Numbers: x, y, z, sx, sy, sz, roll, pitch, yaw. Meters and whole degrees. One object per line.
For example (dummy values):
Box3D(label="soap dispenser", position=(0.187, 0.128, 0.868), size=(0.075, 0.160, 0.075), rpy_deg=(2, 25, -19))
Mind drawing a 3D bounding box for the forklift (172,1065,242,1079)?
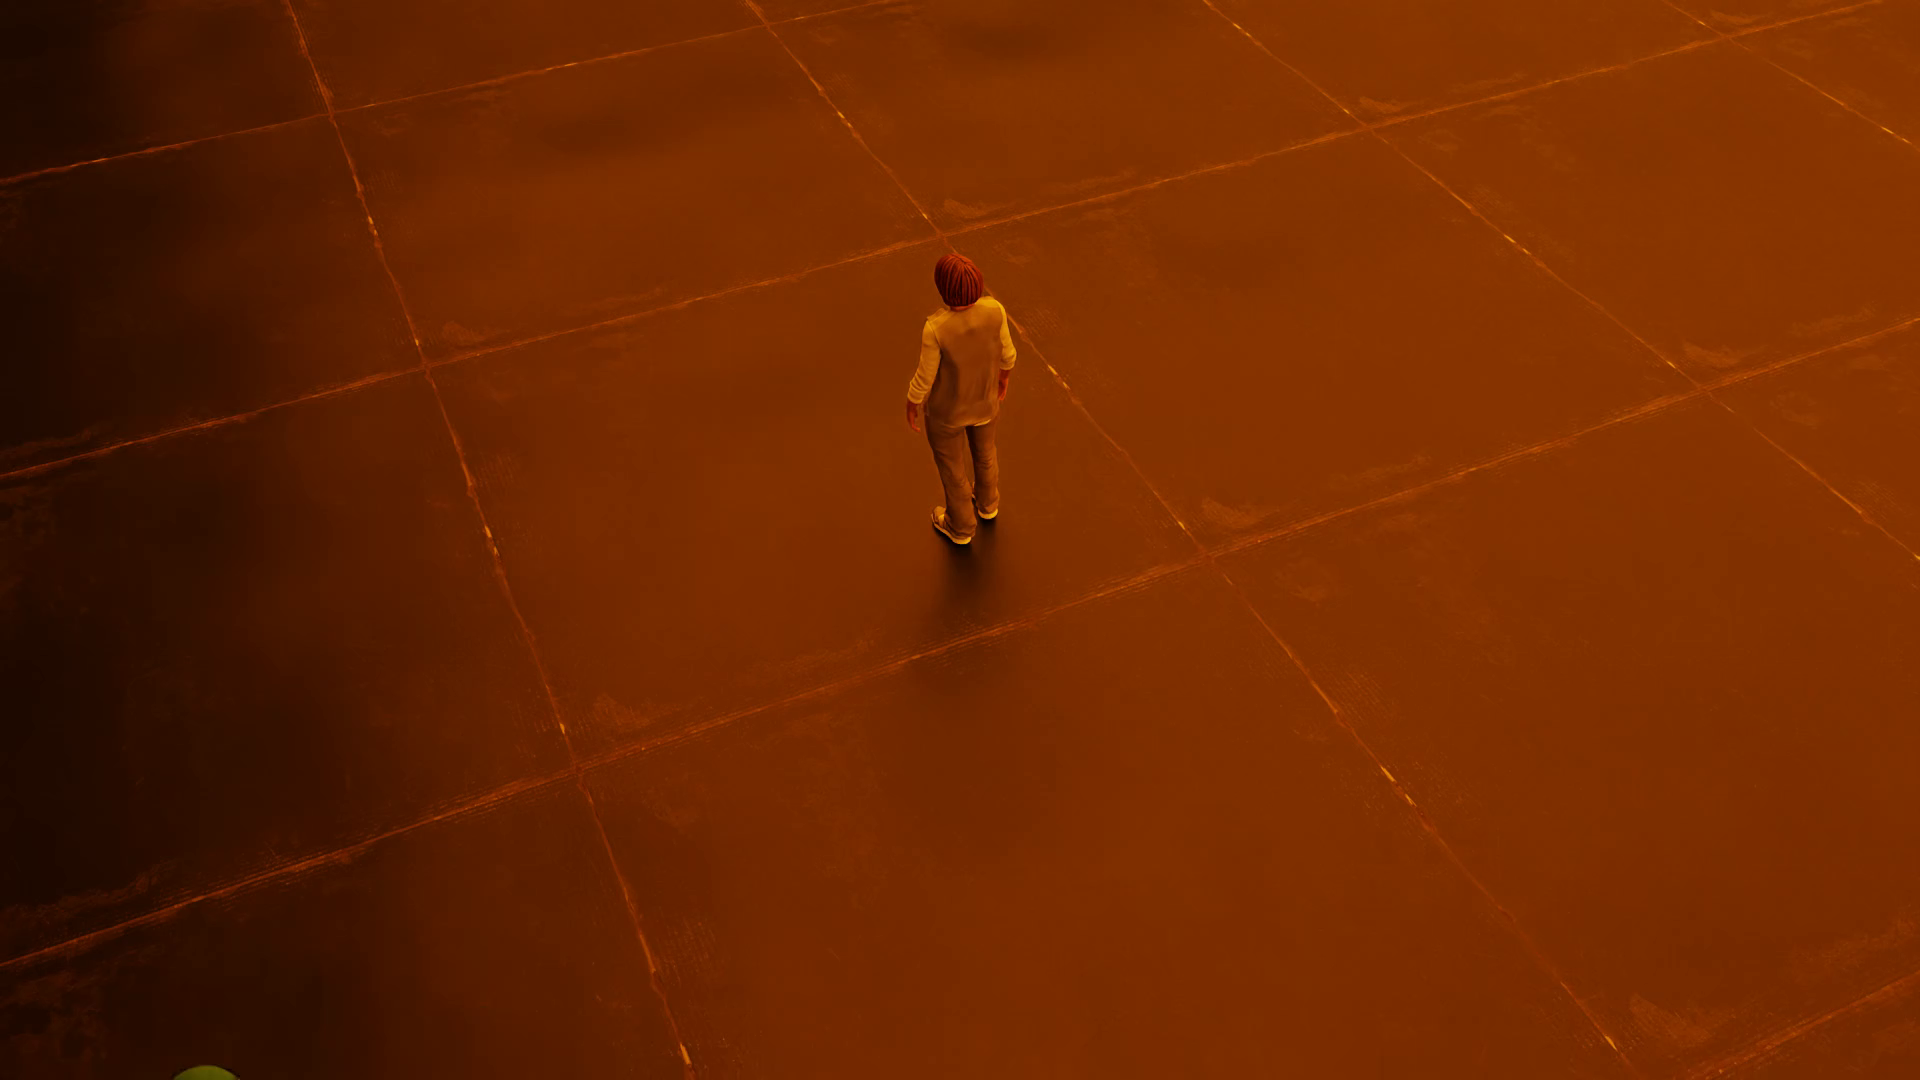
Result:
Box3D(label="forklift", position=(-2.405, 2.221, 3.300), size=(1.130, 2.935, 3.031), rpy_deg=(19, 46, 19))

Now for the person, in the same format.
Box3D(label="person", position=(-0.018, -0.640, 7.332), size=(0.520, 1.599, 0.473), rpy_deg=(-18, 46, -18))
